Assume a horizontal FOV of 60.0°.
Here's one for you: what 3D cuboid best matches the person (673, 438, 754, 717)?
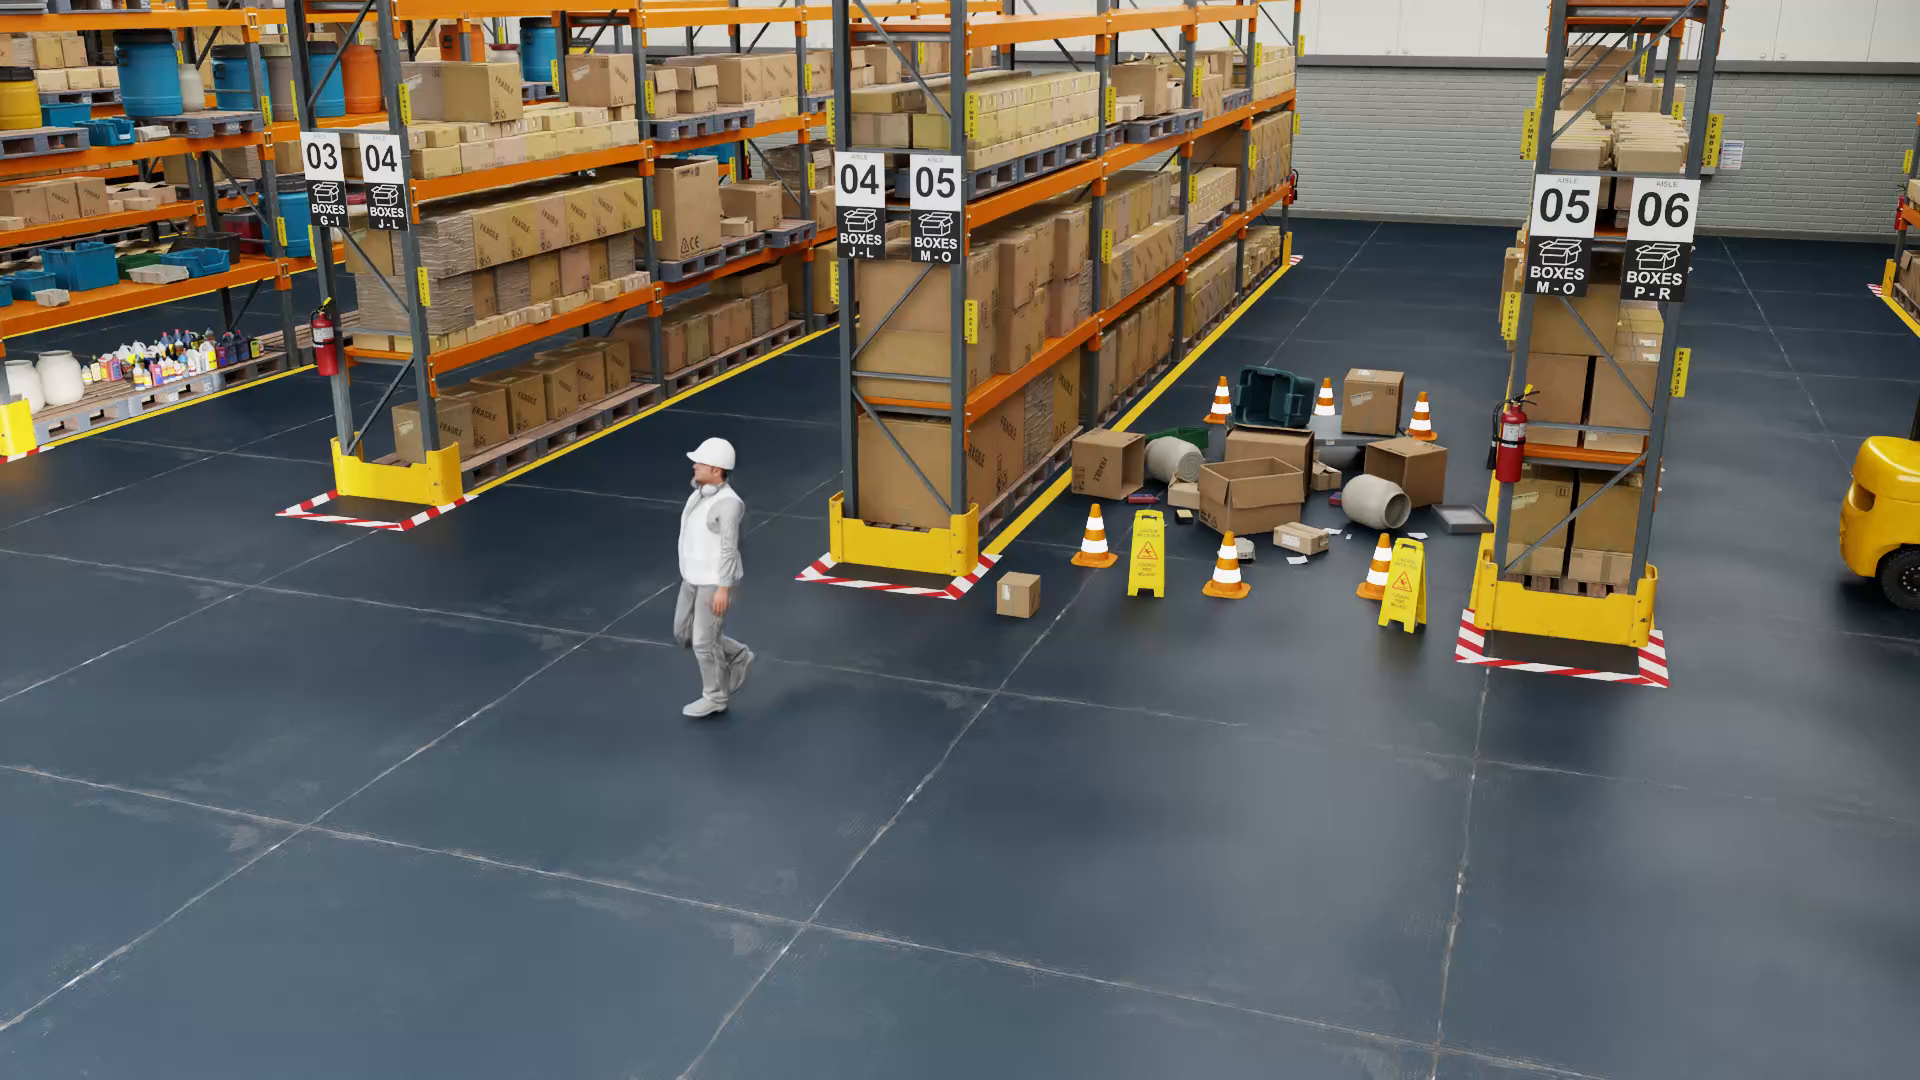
[{"bbox_3d":[-1.519,0.221,10.306,0.554,1.756,0.538,-10,21,-28],"label":"person"}]
